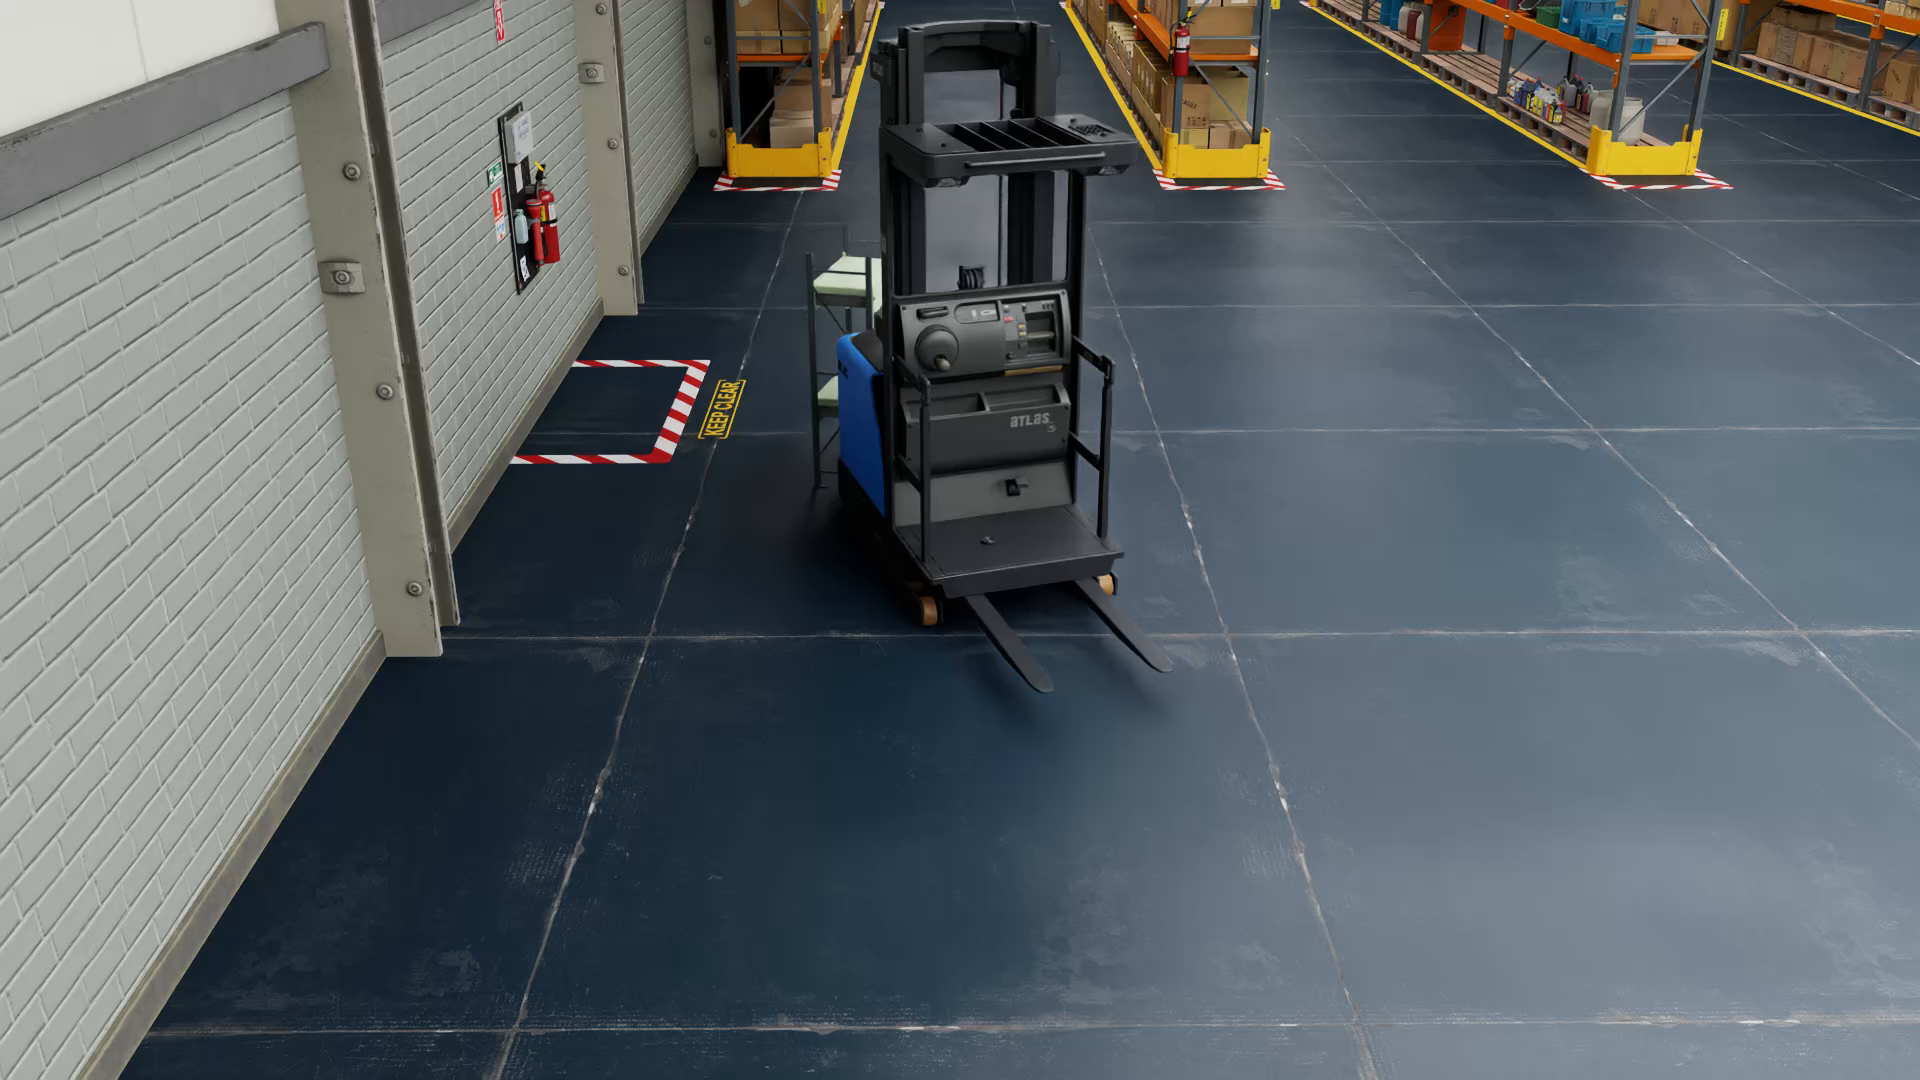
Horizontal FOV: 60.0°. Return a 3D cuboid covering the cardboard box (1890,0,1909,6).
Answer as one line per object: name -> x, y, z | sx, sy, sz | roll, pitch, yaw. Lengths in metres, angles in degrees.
cardboard box -> 12.704, -7.228, 21.609 | 0.875, 0.500, 0.500 | 0, 24, -1

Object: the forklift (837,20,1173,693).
forklift -> 0.207, -1.065, 8.549 | 1.130, 2.935, 3.031 | -8, 26, -17

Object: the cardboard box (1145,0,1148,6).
cardboard box -> 2.662, -7.490, 22.833 | 0.396, 0.266, 0.258 | -1, 24, -2

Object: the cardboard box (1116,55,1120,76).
cardboard box -> 2.547, -6.926, 24.252 | 0.500, 0.250, 0.500 | 0, 24, 1

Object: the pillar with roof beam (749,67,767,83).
pillar with roof beam -> 1.312, -11.027, 23.211 | 9.100, 9.000, 0.400 | 0, 24, -1

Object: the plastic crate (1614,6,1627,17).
plastic crate -> 8.092, -6.688, 21.077 | 0.499, 0.251, 0.616 | 0, 24, -1

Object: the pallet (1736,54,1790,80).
pallet -> 12.724, -7.288, 25.608 | 1.003, 0.211, 1.213 | 0, 24, -1

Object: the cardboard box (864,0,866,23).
cardboard box -> -2.048, -9.407, 29.008 | 0.750, 0.750, 0.750 | 0, 24, 0

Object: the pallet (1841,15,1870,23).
pallet -> 17.575, -10.020, 31.648 | 1.003, 0.211, 1.213 | 0, 24, -1

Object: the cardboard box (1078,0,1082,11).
cardboard box -> 2.470, -10.004, 30.958 | 0.500, 0.311, 0.500 | 0, 24, -1

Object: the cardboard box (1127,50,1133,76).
cardboard box -> 2.564, -6.549, 22.737 | 0.500, 0.311, 0.500 | 0, 24, -1

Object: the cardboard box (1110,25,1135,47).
cardboard box -> 2.538, -7.598, 25.056 | 0.500, 0.311, 0.500 | -1, 24, -2

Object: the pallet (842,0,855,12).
pallet -> -1.961, -7.394, 22.691 | 1.003, 0.211, 1.213 | 0, 24, -1

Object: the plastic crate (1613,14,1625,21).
plastic crate -> 8.079, -6.422, 20.629 | 0.530, 0.136, 0.437 | 0, 24, -1

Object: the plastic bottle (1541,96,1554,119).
plastic bottle -> 7.417, -5.437, 20.903 | 0.152, 0.276, 0.135 | -1, 24, -2

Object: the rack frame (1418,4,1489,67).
rack frame -> 7.765, -8.858, 25.696 | 1.000, 3.000, 0.127 | 0, 24, -1

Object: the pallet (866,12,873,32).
pallet -> -2.116, -9.505, 30.510 | 1.003, 0.211, 1.213 | 0, 24, -1

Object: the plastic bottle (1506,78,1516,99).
plastic bottle -> 7.373, -6.034, 22.229 | 0.097, 0.271, 0.097 | 0, 24, 0

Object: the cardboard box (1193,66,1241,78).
cardboard box -> 3.090, -5.455, 20.089 | 0.500, 0.500, 0.500 | 0, 24, -1

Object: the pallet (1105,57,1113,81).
pallet -> 2.781, -7.228, 25.475 | 1.003, 0.211, 1.213 | 0, 24, -1

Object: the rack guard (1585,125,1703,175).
rack guard -> 7.804, -4.454, 18.991 | 1.175, 0.500, 0.348 | 0, 24, -1

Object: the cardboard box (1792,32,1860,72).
cardboard box -> 12.776, -7.204, 24.538 | 0.700, 0.500, 0.500 | 2, 24, 4

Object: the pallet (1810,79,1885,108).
pallet -> 12.751, -6.283, 23.385 | 1.003, 0.211, 1.213 | 0, 24, -1

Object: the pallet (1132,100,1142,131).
pallet -> 2.822, -5.591, 21.856 | 1.003, 0.211, 1.213 | 0, 24, -1

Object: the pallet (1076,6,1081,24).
pallet -> 2.745, -10.002, 31.609 | 1.003, 0.211, 1.213 | 0, 24, -1

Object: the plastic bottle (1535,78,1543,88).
plastic bottle -> 7.546, -5.870, 21.769 | 0.144, 0.351, 0.185 | 0, 24, -1

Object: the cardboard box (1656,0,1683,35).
cardboard box -> 12.711, -9.120, 28.344 | 1.225, 0.875, 0.875 | -1, 24, -2

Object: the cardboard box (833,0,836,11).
cardboard box -> -1.772, -6.627, 20.011 | 0.500, 0.500, 0.500 | 0, 24, 1

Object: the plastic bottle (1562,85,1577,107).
plastic bottle -> 7.958, -5.815, 21.739 | 0.152, 0.276, 0.135 | 0, 24, -1

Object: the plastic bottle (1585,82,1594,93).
plastic bottle -> 8.109, -5.727, 21.454 | 0.144, 0.351, 0.185 | 0, 24, -1

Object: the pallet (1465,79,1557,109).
pallet -> 7.761, -6.263, 23.342 | 1.003, 0.211, 1.213 | 0, 24, -1

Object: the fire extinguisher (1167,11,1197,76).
fire extinguisher -> 2.435, -5.455, 18.265 | 0.296, 0.674, 0.183 | 0, 24, -1

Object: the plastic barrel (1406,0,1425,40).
plastic barrel -> 7.730, -8.618, 27.581 | 0.600, 0.588, 0.708 | 0, 24, -1

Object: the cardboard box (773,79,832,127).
cardboard box -> -1.936, -5.402, 20.553 | 0.700, 0.500, 0.500 | -2, 24, -4

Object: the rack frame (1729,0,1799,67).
rack frame -> 12.717, -8.881, 25.745 | 1.000, 3.000, 0.127 | 0, 24, -1

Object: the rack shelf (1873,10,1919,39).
rack shelf -> 12.783, -6.080, 20.427 | 1.077, 0.370, 4.000 | 0, 24, -1

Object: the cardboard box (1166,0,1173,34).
cardboard box -> 2.887, -6.417, 20.177 | 0.700, 0.500, 0.500 | 0, 24, 1

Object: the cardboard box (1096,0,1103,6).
cardboard box -> 2.546, -9.070, 27.753 | 0.500, 0.250, 0.500 | -1, 24, -2

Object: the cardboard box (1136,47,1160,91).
cardboard box -> 2.560, -6.071, 21.451 | 0.500, 0.500, 0.500 | 0, 24, -1

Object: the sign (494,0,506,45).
sign -> -2.973, -3.363, 10.734 | 0.001, 0.298, 0.199 | 0, 24, -1

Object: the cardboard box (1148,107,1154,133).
cardboard box -> 2.573, -5.111, 20.238 | 0.500, 0.250, 0.500 | 0, 24, -1

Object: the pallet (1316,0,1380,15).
pallet -> 7.647, -10.544, 32.808 | 1.003, 0.211, 1.213 | 0, 24, -1

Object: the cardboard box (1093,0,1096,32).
cardboard box -> 2.544, -8.921, 28.335 | 0.500, 0.500, 0.500 | 0, 24, 0

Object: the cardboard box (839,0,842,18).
cardboard box -> -1.790, -6.913, 21.552 | 0.500, 0.250, 0.500 | 0, 24, 0

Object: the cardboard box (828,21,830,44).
cardboard box -> -1.762, -5.875, 19.257 | 0.500, 0.250, 0.500 | -1, 24, -2

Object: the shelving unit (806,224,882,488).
shelving unit -> -0.632, -1.149, 10.471 | 0.431, 1.500, 0.755 | 6, 25, 13

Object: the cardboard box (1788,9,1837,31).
cardboard box -> 12.770, -7.789, 24.922 | 0.500, 0.250, 0.500 | 2, 24, 5

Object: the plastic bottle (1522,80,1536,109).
plastic bottle -> 7.404, -5.791, 21.596 | 0.144, 0.351, 0.185 | -1, 24, -3

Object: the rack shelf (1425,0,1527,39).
rack shelf -> 7.786, -7.706, 24.022 | 1.077, 0.370, 4.000 | 0, 24, -1
